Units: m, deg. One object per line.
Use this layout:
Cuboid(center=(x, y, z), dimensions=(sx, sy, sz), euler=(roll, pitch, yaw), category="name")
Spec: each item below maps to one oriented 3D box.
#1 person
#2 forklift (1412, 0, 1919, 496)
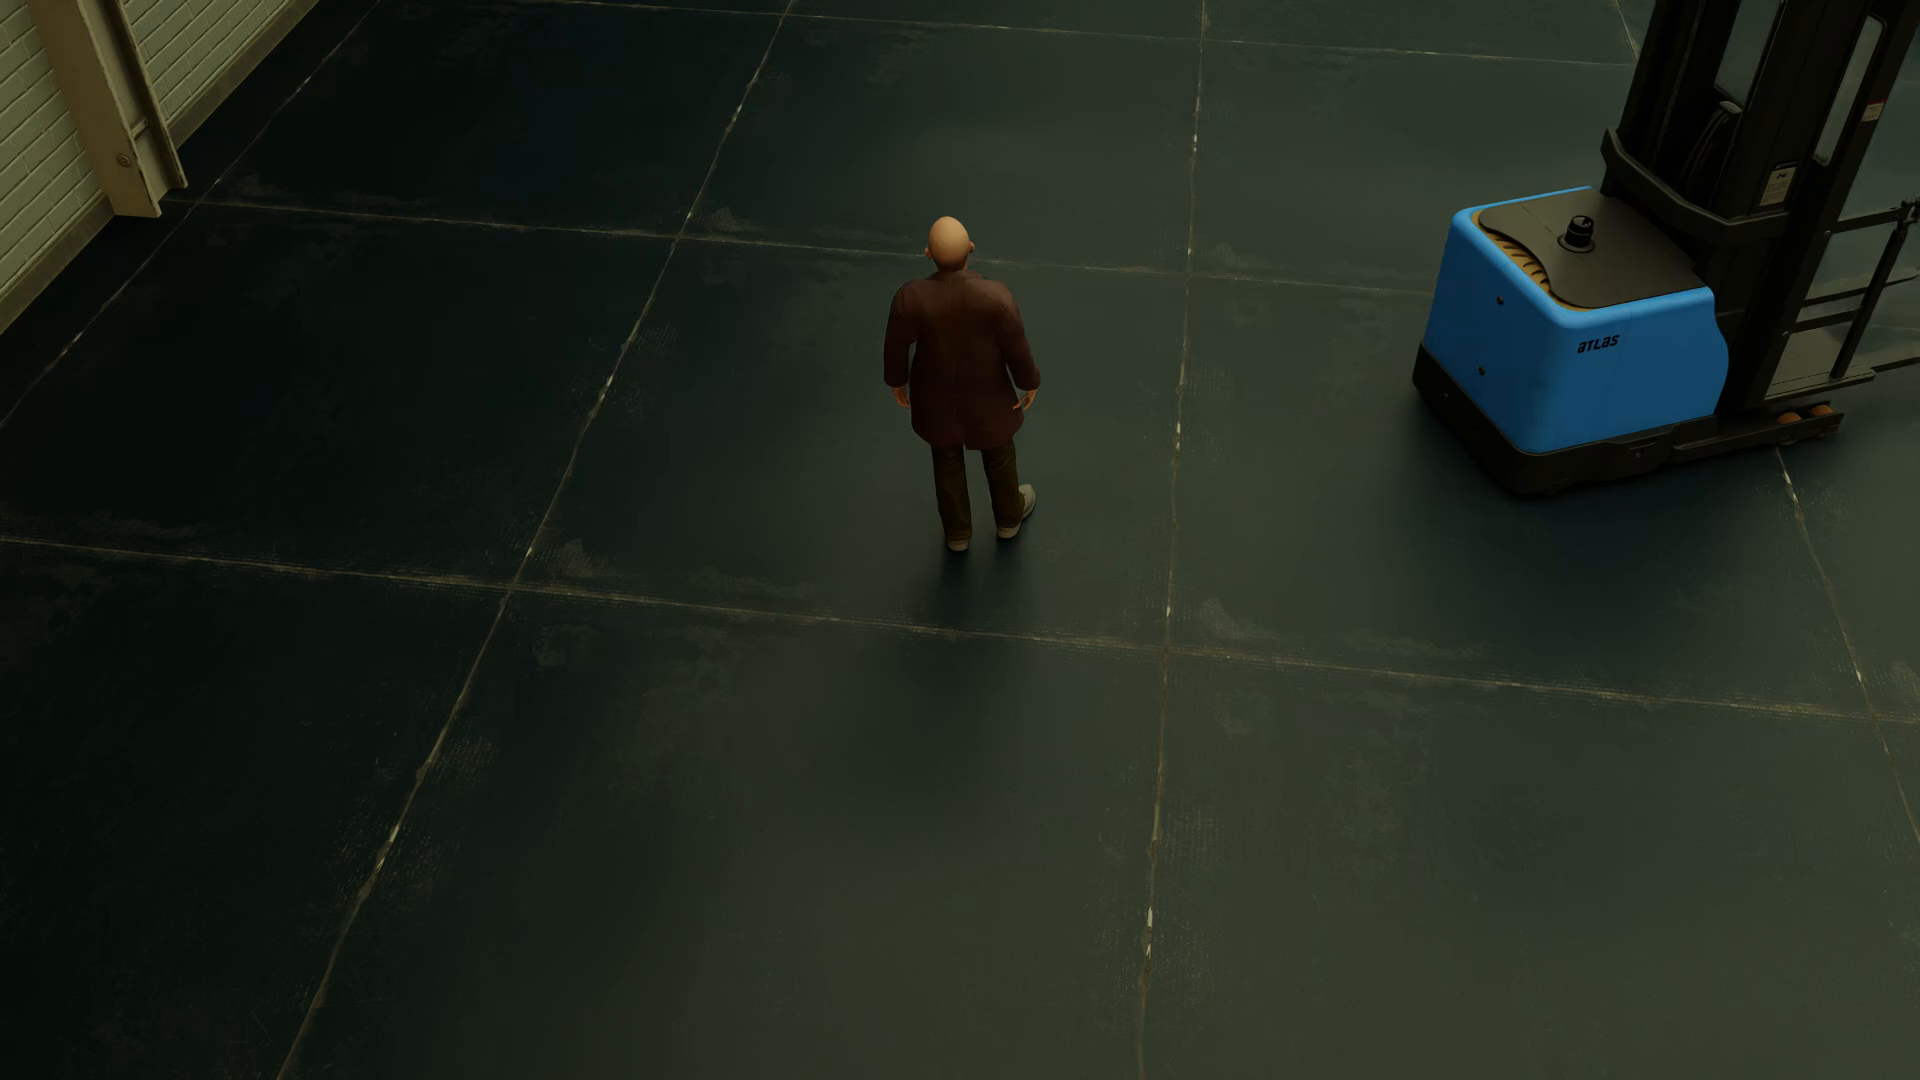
Cuboid(center=(0.017, -0.720, 7.350), dimensions=(0.696, 1.775, 0.582), euler=(5, 43, 6), category="person")
Cuboid(center=(3.939, -1.887, 7.778), dimensions=(3.031, 2.935, 1.130), euler=(-13, 44, -13), category="forklift")
